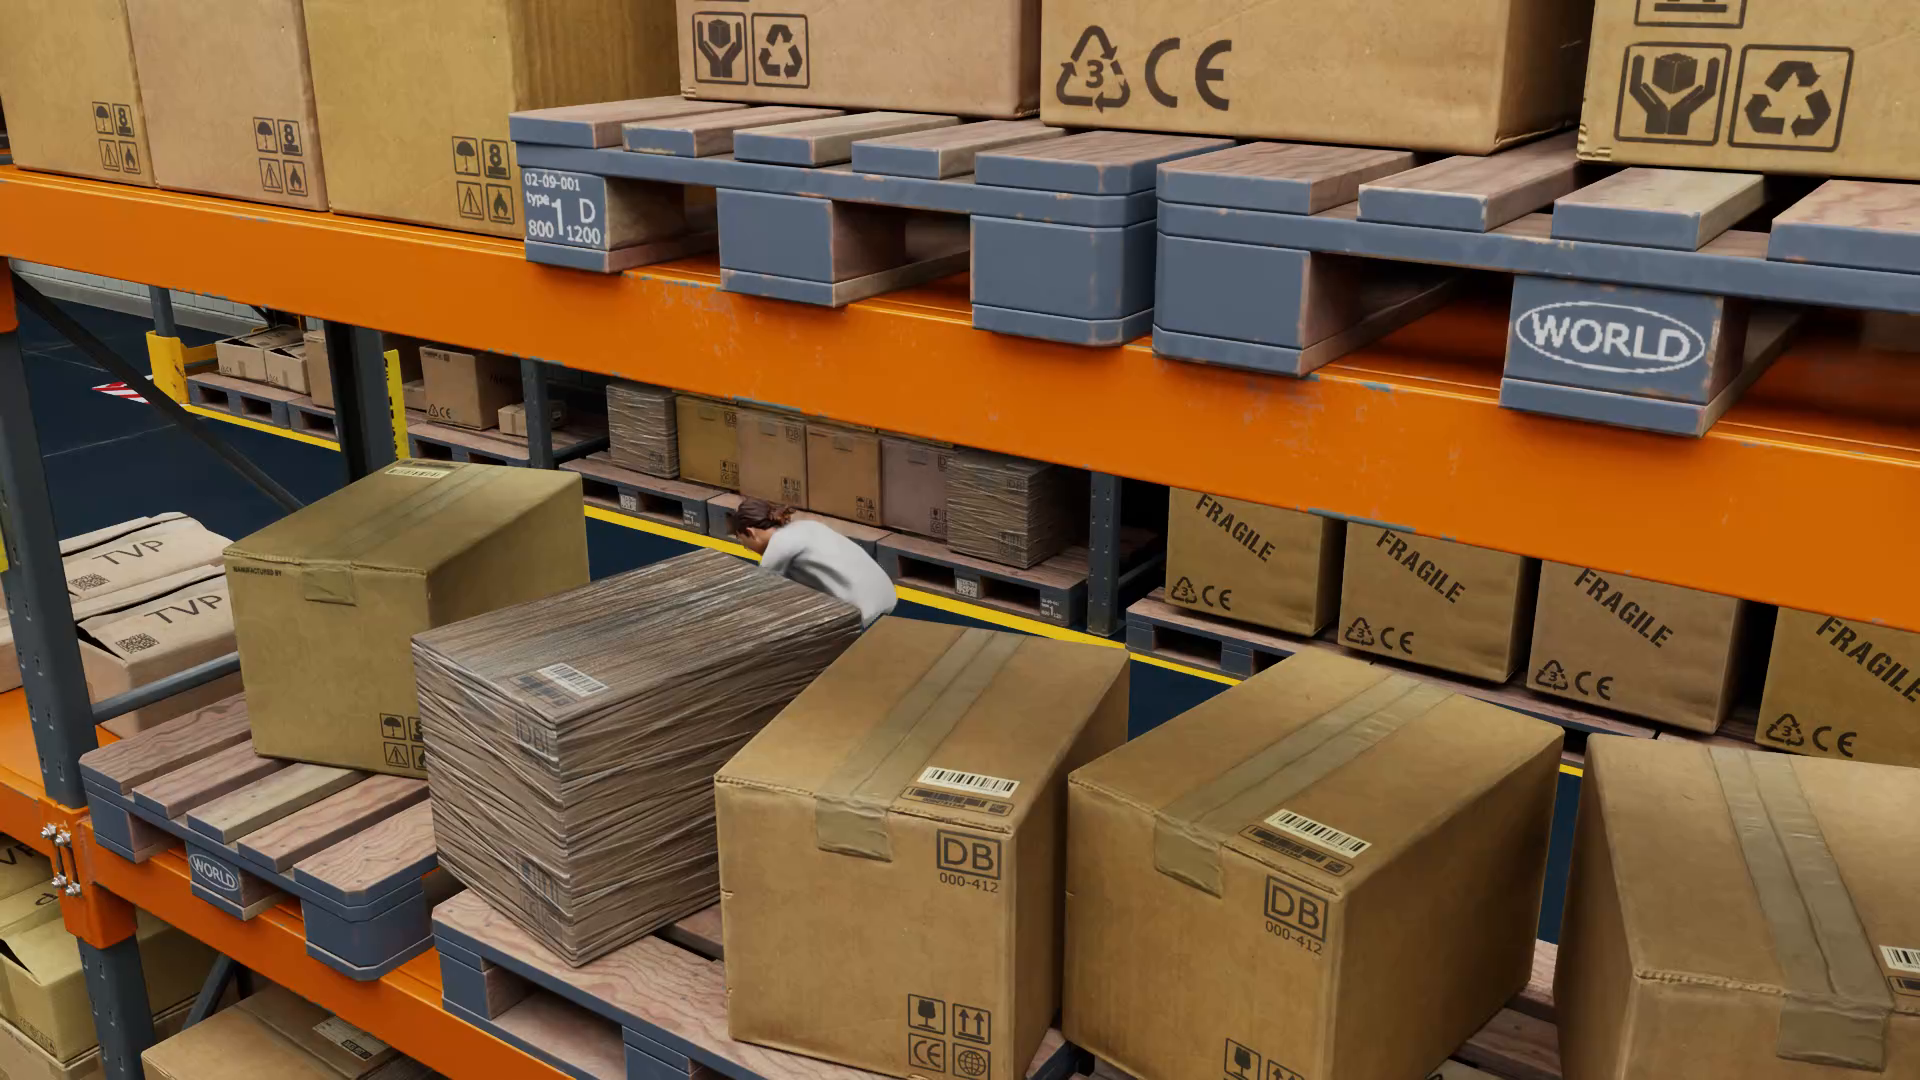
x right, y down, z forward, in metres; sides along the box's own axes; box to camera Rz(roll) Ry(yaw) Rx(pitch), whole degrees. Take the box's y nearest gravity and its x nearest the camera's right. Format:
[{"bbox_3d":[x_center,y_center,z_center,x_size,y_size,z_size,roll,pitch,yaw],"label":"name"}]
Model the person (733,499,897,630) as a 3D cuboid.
[{"bbox_3d":[-0.673,0.259,7.585,0.801,0.846,0.464,13,24,32],"label":"person"}]
